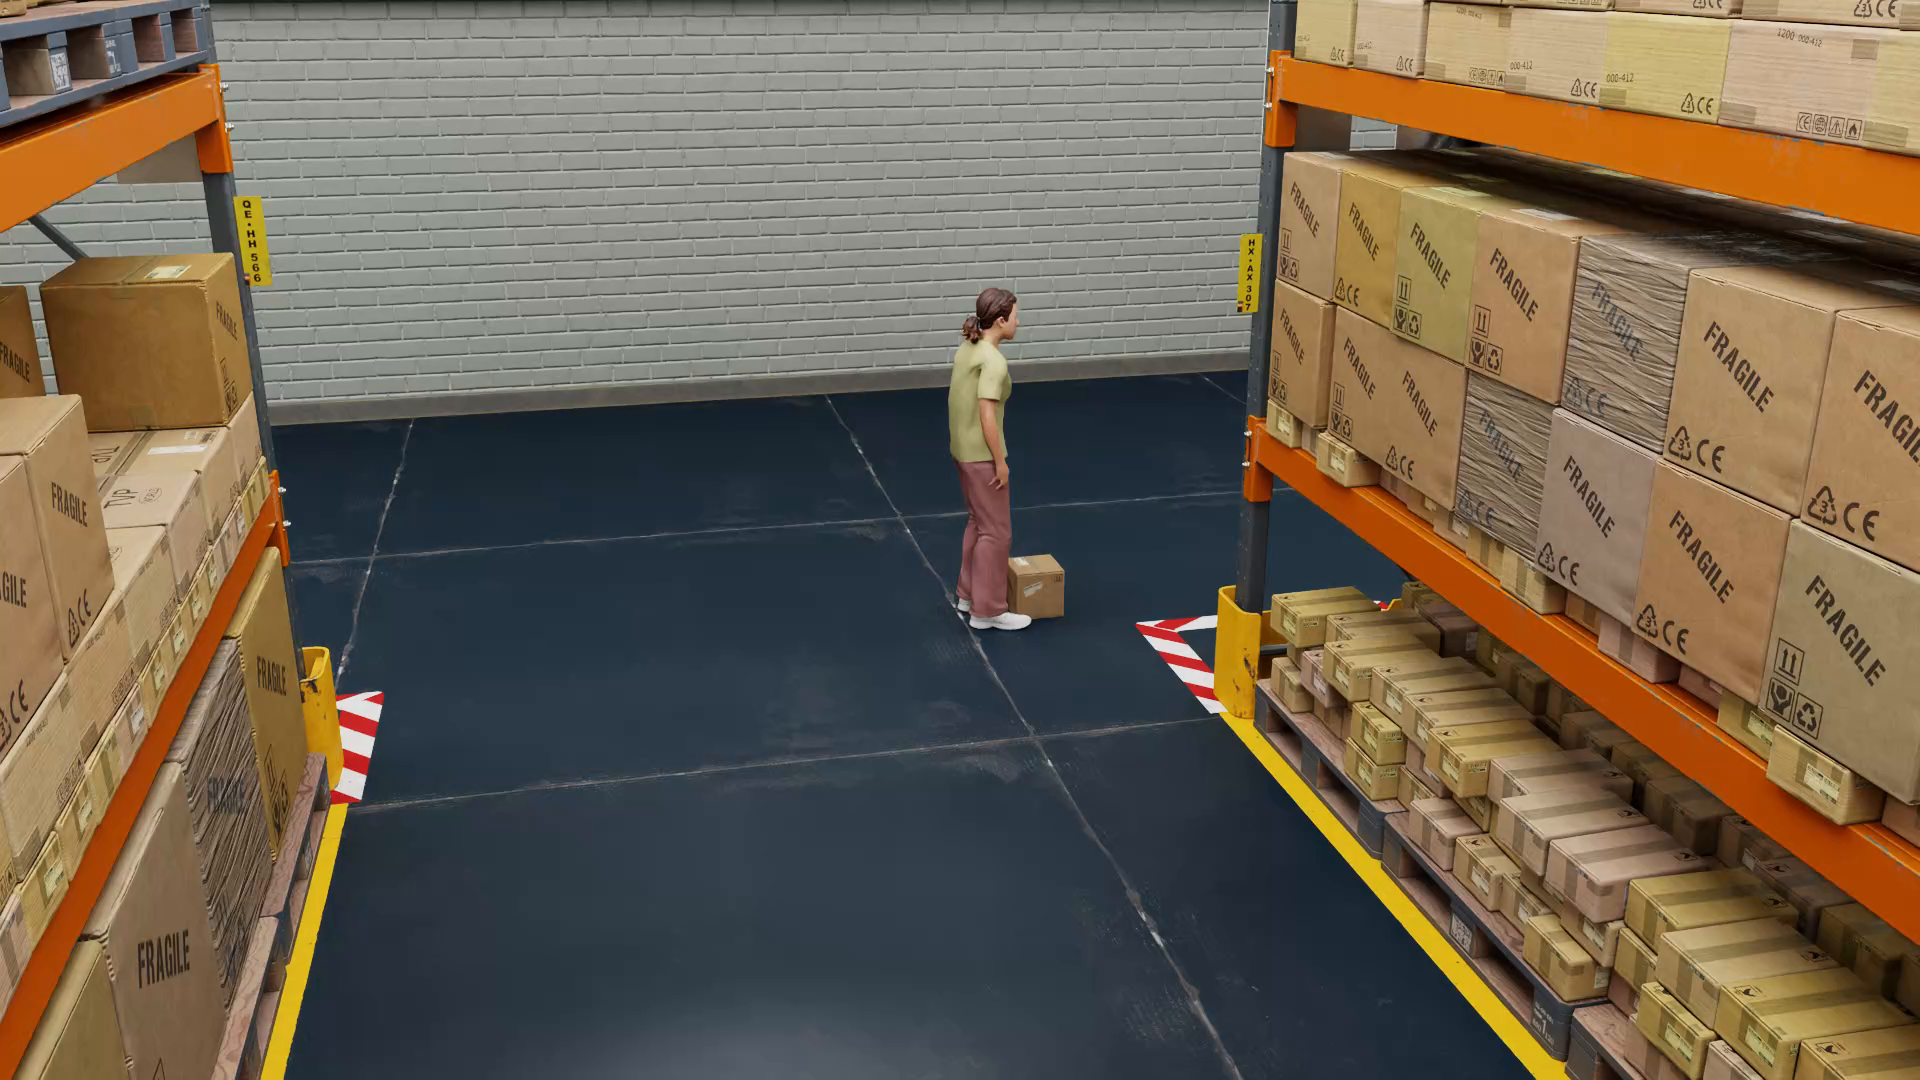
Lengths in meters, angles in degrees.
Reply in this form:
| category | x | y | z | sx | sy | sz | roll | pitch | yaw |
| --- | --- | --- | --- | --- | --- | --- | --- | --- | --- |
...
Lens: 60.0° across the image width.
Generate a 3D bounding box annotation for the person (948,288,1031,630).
| category | x | y | z | sx | sy | sz | roll | pitch | yaw |
| --- | --- | --- | --- | --- | --- | --- | --- | --- | --- |
| person | 0.135 | -0.407 | 8.217 | 0.358 | 1.668 | 0.521 | -6 | 20 | -15 |
